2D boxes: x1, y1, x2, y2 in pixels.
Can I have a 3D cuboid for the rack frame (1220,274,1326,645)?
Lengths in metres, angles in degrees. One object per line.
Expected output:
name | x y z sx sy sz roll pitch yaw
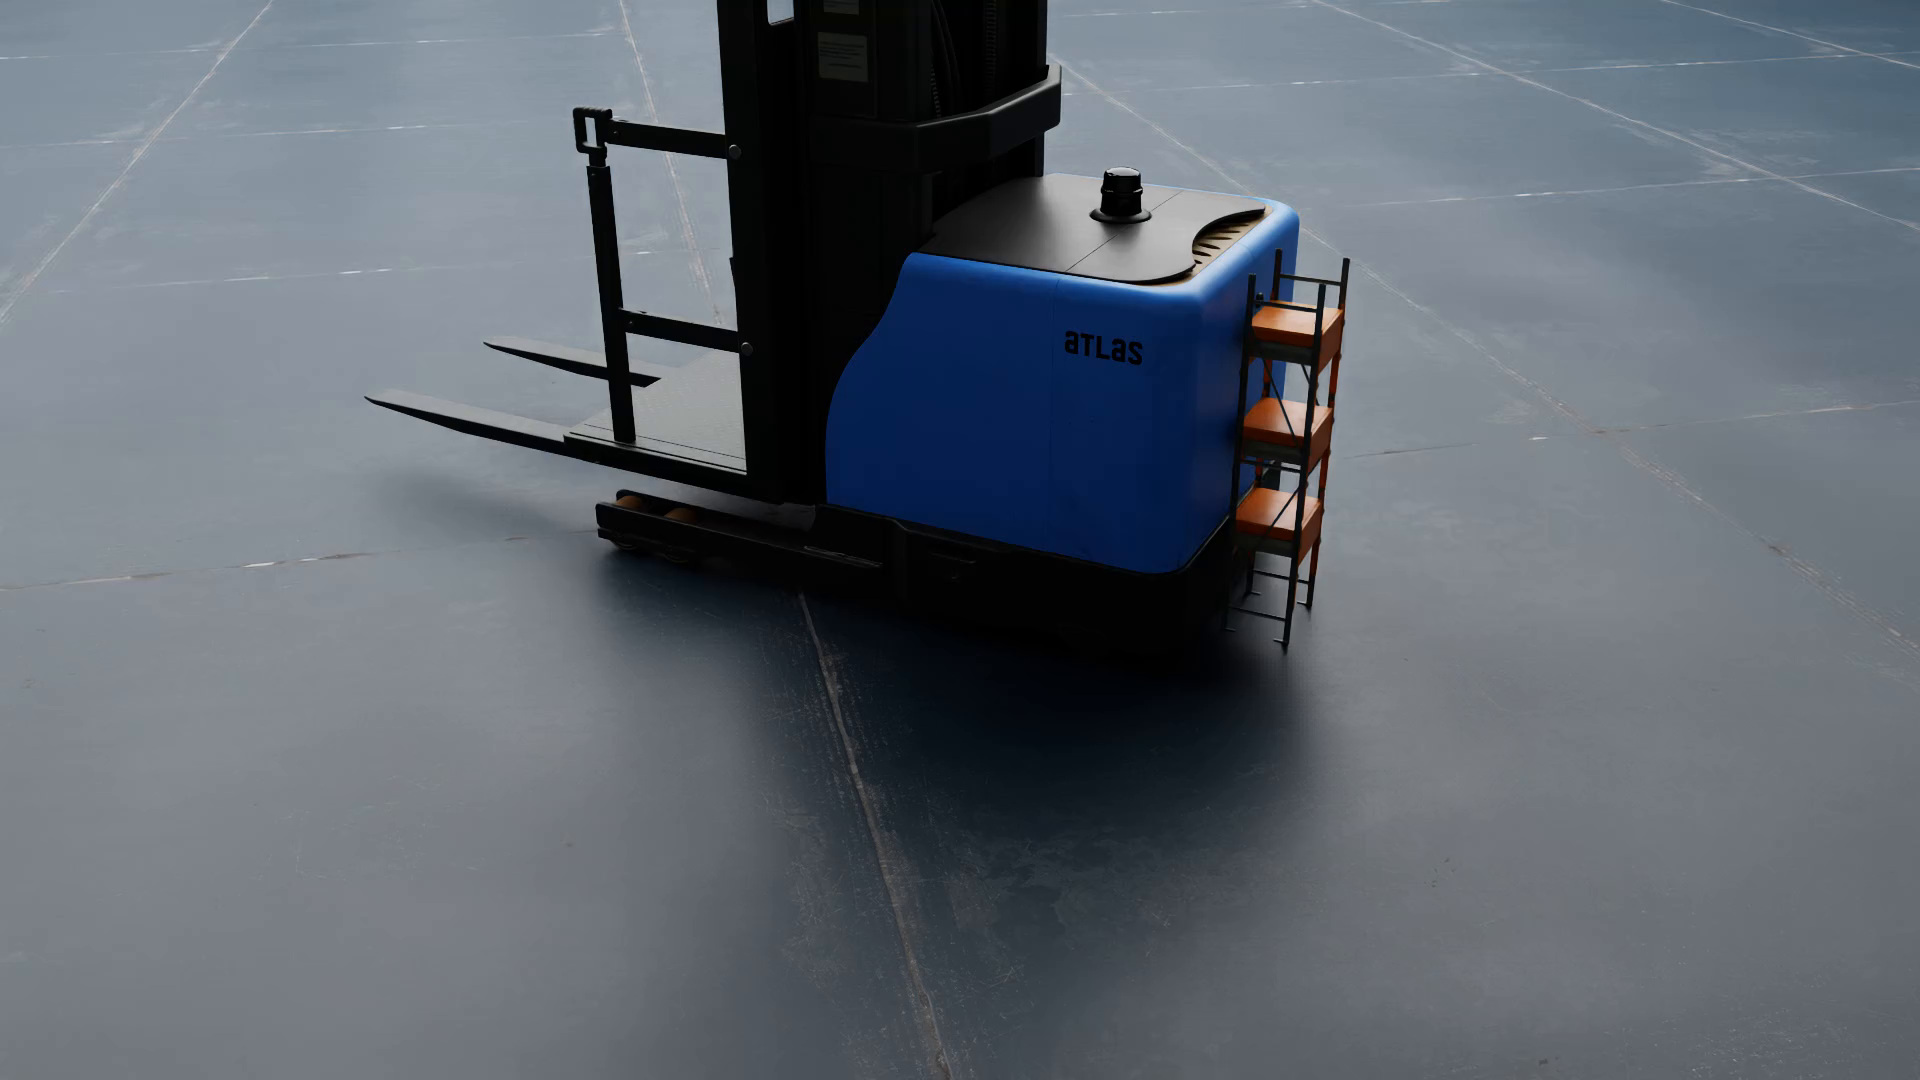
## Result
rack frame | 0.834 -0.196 4.474 0.200 1.050 0.008 12 29 23

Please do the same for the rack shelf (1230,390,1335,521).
rack shelf | 0.887 -0.236 4.576 0.215 0.259 0.240 12 29 23

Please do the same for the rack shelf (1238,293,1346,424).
rack shelf | 0.887 -0.490 4.449 0.215 0.259 0.240 12 29 23

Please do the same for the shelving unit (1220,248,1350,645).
shelving unit | 0.887 -0.246 4.572 0.215 1.050 0.252 12 29 23

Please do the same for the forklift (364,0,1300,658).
forklift | -0.558 -1.435 4.840 3.031 2.935 1.130 13 29 24

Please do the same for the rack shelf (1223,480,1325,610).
rack shelf | 0.887 0.012 4.702 0.215 0.259 0.240 12 29 23

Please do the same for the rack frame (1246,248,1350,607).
rack frame | 0.940 -0.295 4.670 0.200 1.050 0.008 12 29 23
